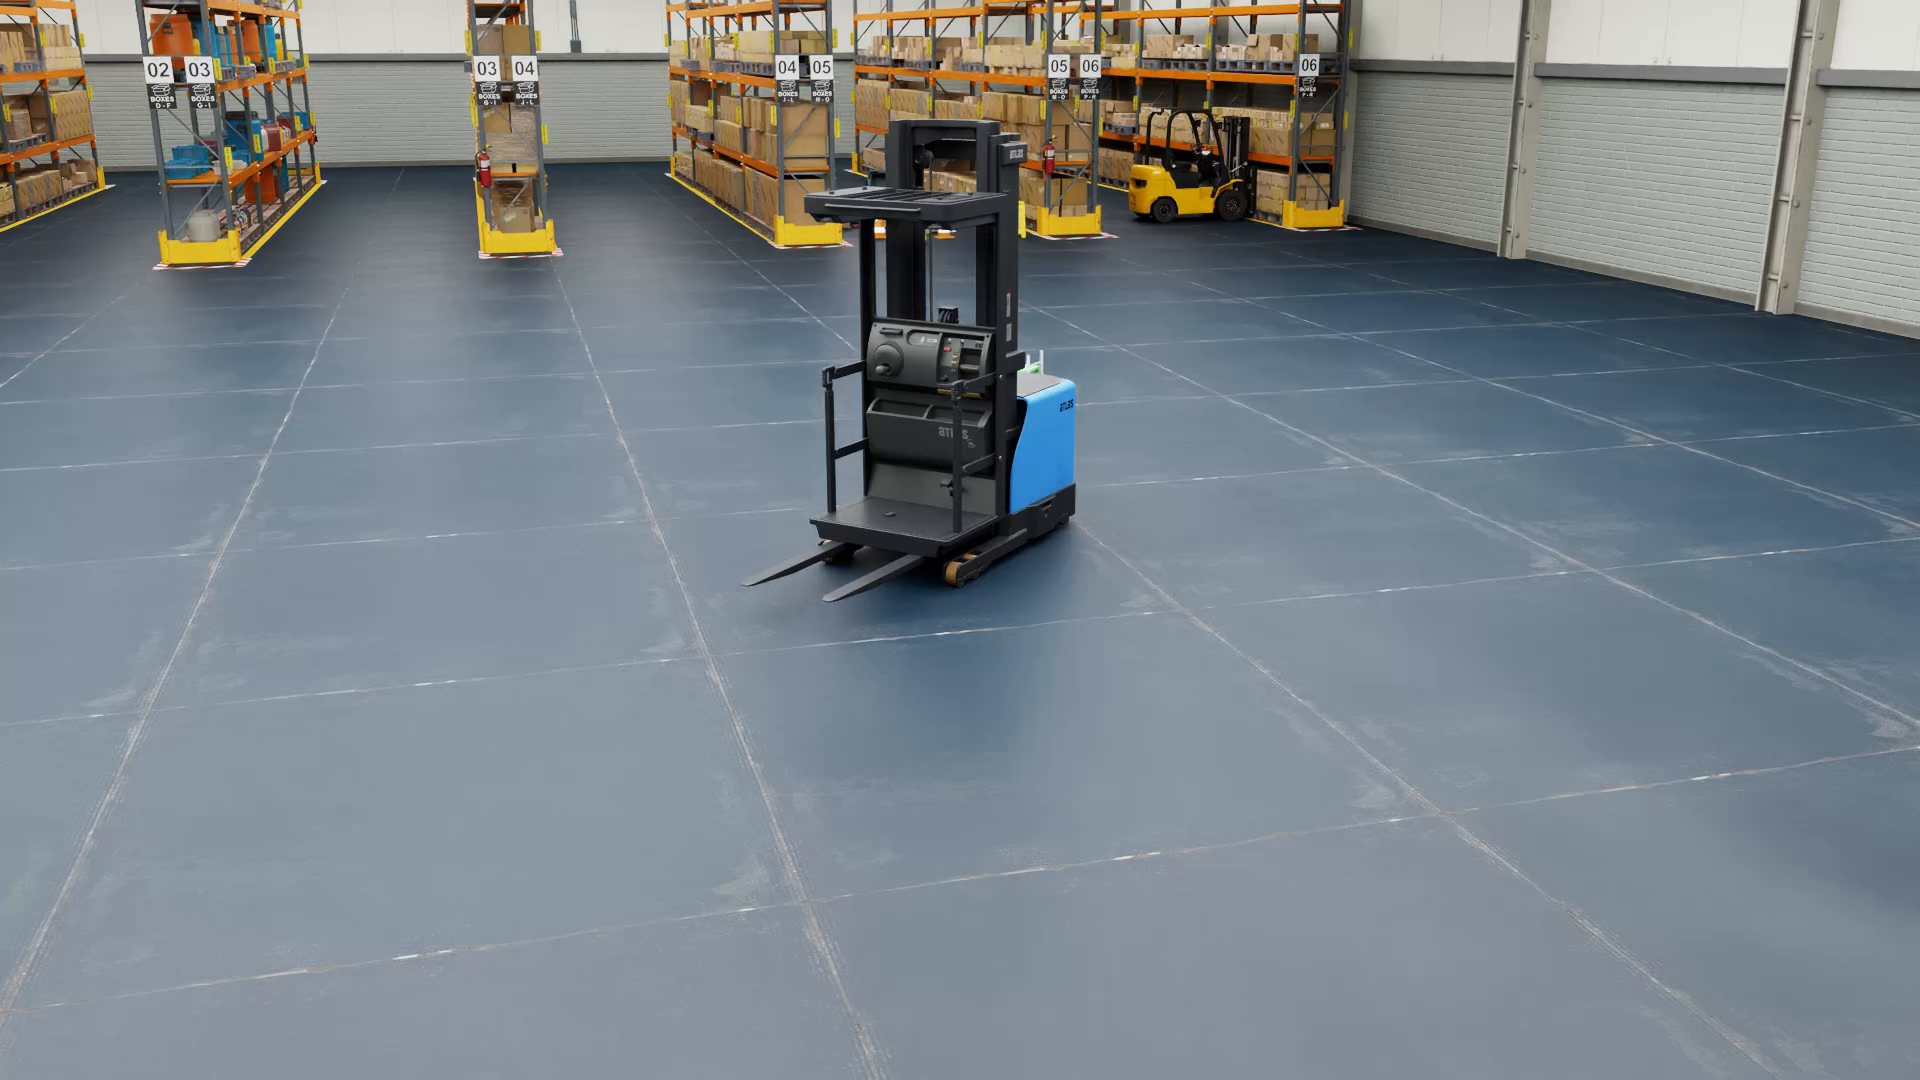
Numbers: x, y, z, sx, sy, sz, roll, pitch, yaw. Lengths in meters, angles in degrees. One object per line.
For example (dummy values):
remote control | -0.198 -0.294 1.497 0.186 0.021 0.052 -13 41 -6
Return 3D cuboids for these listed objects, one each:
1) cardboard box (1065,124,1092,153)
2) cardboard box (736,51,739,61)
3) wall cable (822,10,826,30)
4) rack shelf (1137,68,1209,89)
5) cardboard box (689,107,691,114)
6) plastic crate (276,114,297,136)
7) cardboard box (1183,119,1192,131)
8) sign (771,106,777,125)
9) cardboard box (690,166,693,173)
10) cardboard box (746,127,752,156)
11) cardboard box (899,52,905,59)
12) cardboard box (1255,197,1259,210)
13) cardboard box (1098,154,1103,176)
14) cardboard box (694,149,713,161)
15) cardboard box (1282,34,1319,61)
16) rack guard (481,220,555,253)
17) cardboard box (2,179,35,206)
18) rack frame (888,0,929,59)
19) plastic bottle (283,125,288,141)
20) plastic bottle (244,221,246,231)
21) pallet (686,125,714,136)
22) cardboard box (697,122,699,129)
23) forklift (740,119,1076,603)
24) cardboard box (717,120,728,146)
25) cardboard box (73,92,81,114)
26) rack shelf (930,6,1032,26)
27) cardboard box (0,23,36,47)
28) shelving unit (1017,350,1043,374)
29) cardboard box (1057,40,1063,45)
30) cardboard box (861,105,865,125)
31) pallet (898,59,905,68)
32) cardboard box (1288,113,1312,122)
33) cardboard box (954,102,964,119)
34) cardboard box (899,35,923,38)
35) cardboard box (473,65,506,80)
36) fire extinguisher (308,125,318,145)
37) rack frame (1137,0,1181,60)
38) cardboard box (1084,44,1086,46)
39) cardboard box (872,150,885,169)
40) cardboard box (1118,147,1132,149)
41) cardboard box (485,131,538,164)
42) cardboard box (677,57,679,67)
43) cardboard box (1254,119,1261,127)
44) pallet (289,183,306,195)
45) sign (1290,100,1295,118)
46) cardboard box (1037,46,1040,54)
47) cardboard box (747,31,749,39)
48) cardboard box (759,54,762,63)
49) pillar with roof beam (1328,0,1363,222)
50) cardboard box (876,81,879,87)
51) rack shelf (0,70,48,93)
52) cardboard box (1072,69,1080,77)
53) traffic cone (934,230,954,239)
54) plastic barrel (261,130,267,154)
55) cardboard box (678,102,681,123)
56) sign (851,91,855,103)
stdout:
cardboard box | 2.180 -7.465 30.898 0.500 0.500 0.500 -5 17 -16
cardboard box | -4.135 -9.605 32.857 0.500 0.250 0.500 -5 17 -15
wall cable | -4.188 -15.972 49.481 0.463 3.000 0.029 -5 17 -15
rack shelf | 5.166 -10.267 36.953 1.077 0.370 4.000 -5 17 -15
cardboard box | -6.103 -10.025 38.784 0.380 0.149 0.250 -5 17 -16
plastic crate | -15.549 -9.592 38.455 0.402 0.464 0.583 -5 17 -15
cardboard box | 5.187 -9.046 36.246 0.500 0.250 0.500 -5 17 -17
sign | -3.214 -7.331 28.720 0.100 0.325 0.005 -5 17 -15
cardboard box | -6.378 -9.062 40.614 0.380 0.149 0.250 -4 17 -14
cardboard box | -3.674 -7.779 32.376 0.875 0.550 0.550 -5 17 -15
cardboard box | -1.243 -11.589 39.781 0.380 0.166 0.250 -6 18 -19
cardboard box | 6.126 -6.782 33.364 0.500 0.250 0.500 -5 17 -15
cardboard box | 3.723 -9.402 41.652 0.500 0.500 0.500 -5 17 -17
cardboard box | -6.037 -9.159 39.542 0.500 0.250 0.500 -5 18 -18
cardboard box | 6.459 -9.352 31.579 0.500 0.500 0.500 -4 17 -13
rack guard | -7.506 -5.162 28.268 1.175 0.500 0.348 -5 17 -15
cardboard box | -19.209 -7.075 33.872 0.500 0.500 0.500 -5 18 -17
rack frame | -1.254 -13.314 40.633 1.000 3.000 0.127 -5 17 -15
plastic bottle | -14.978 -9.014 36.831 0.144 0.351 0.185 -5 17 -15
plastic bottle | -12.651 -5.550 29.313 0.097 0.201 0.097 0 17 0
pallet | -5.916 -9.707 39.386 1.003 0.211 1.213 -5 17 -15
cardboard box | -5.742 -9.380 37.670 0.380 0.149 0.250 -5 18 -18
forklift | -0.314 -1.246 11.007 1.130 2.935 3.031 9 19 28
cardboard box | -4.880 -8.677 35.451 0.500 0.500 0.500 -5 17 -16
cardboard box | -20.734 -10.124 38.531 0.500 0.500 0.500 -4 17 -14
rack shelf | 0.395 -11.118 35.269 1.077 0.370 4.000 -5 17 -15
cardboard box | -20.479 -10.970 36.132 0.700 0.500 0.500 -5 17 -15
shelving unit | 0.349 -0.860 12.728 0.503 1.200 0.258 9 19 28
cardboard box | 2.868 -12.982 43.617 0.500 0.250 0.500 -4 17 -14
cardboard box | -2.332 -11.302 44.189 0.500 0.500 0.500 -5 17 -16
pallet | -0.955 -11.536 40.261 0.805 0.209 1.217 -5 18 -17
cardboard box | 6.514 -8.098 31.880 0.380 0.149 0.250 -5 17 -15
cardboard box | 0.179 -9.154 35.792 0.500 0.500 0.500 -5 18 -17
cardboard box | -1.214 -12.354 41.573 0.500 0.500 0.500 -4 17 -14
cardboard box | -7.862 -7.816 27.805 0.500 0.250 0.500 -4 17 -14
fire extinguisher | -16.249 -10.234 41.591 0.296 0.674 0.183 -5 17 -15
rack frame | 4.617 -12.601 38.260 1.000 3.000 0.127 -5 17 -15
cardboard box | 3.320 -12.357 41.676 0.380 0.149 0.250 -4 17 -14
cardboard box | -1.816 -10.094 44.066 0.875 0.438 0.875 -4 17 -14
cardboard box | 4.168 -9.782 41.790 0.380 0.149 0.250 -4 17 -14
cardboard box | -7.610 -6.683 28.294 0.875 0.500 0.500 -5 17 -15
cardboard box | -6.782 -11.917 41.458 0.500 0.250 0.500 -5 17 -16
cardboard box | 6.074 -8.300 33.069 0.380 0.149 0.250 -5 17 -15
pallet | -15.784 -8.131 38.653 1.003 0.211 1.213 -5 17 -15
sign | 6.290 -8.144 31.425 0.100 0.325 0.005 -5 17 -15
cardboard box | 1.633 -8.964 30.418 0.380 0.149 0.250 -4 17 -14
cardboard box | -3.732 -9.346 30.786 0.380 0.149 0.250 -5 17 -15
cardboard box | -3.385 -8.614 29.735 0.380 0.149 0.250 -5 17 -16
pillar with roof beam | 3.351 -10.312 30.638 9.100 9.000 0.400 -5 17 -15
cardboard box | -1.935 -11.697 42.639 0.380 0.149 0.250 -5 17 -16
rack shelf | -19.759 -9.414 34.115 1.077 0.370 4.000 -5 17 -15
cardboard box | 2.265 -8.555 30.442 0.380 0.149 0.250 -5 17 -15
traffic cone | -0.289 -5.742 30.262 0.336 0.463 0.334 -5 17 -15
plastic barrel | -13.842 -7.829 32.606 0.421 0.512 0.421 0 17 0
cardboard box | -6.787 -10.749 41.832 0.500 0.500 0.500 -5 17 -17
sign | -2.889 -11.958 44.903 0.100 0.325 0.005 -5 17 -15
